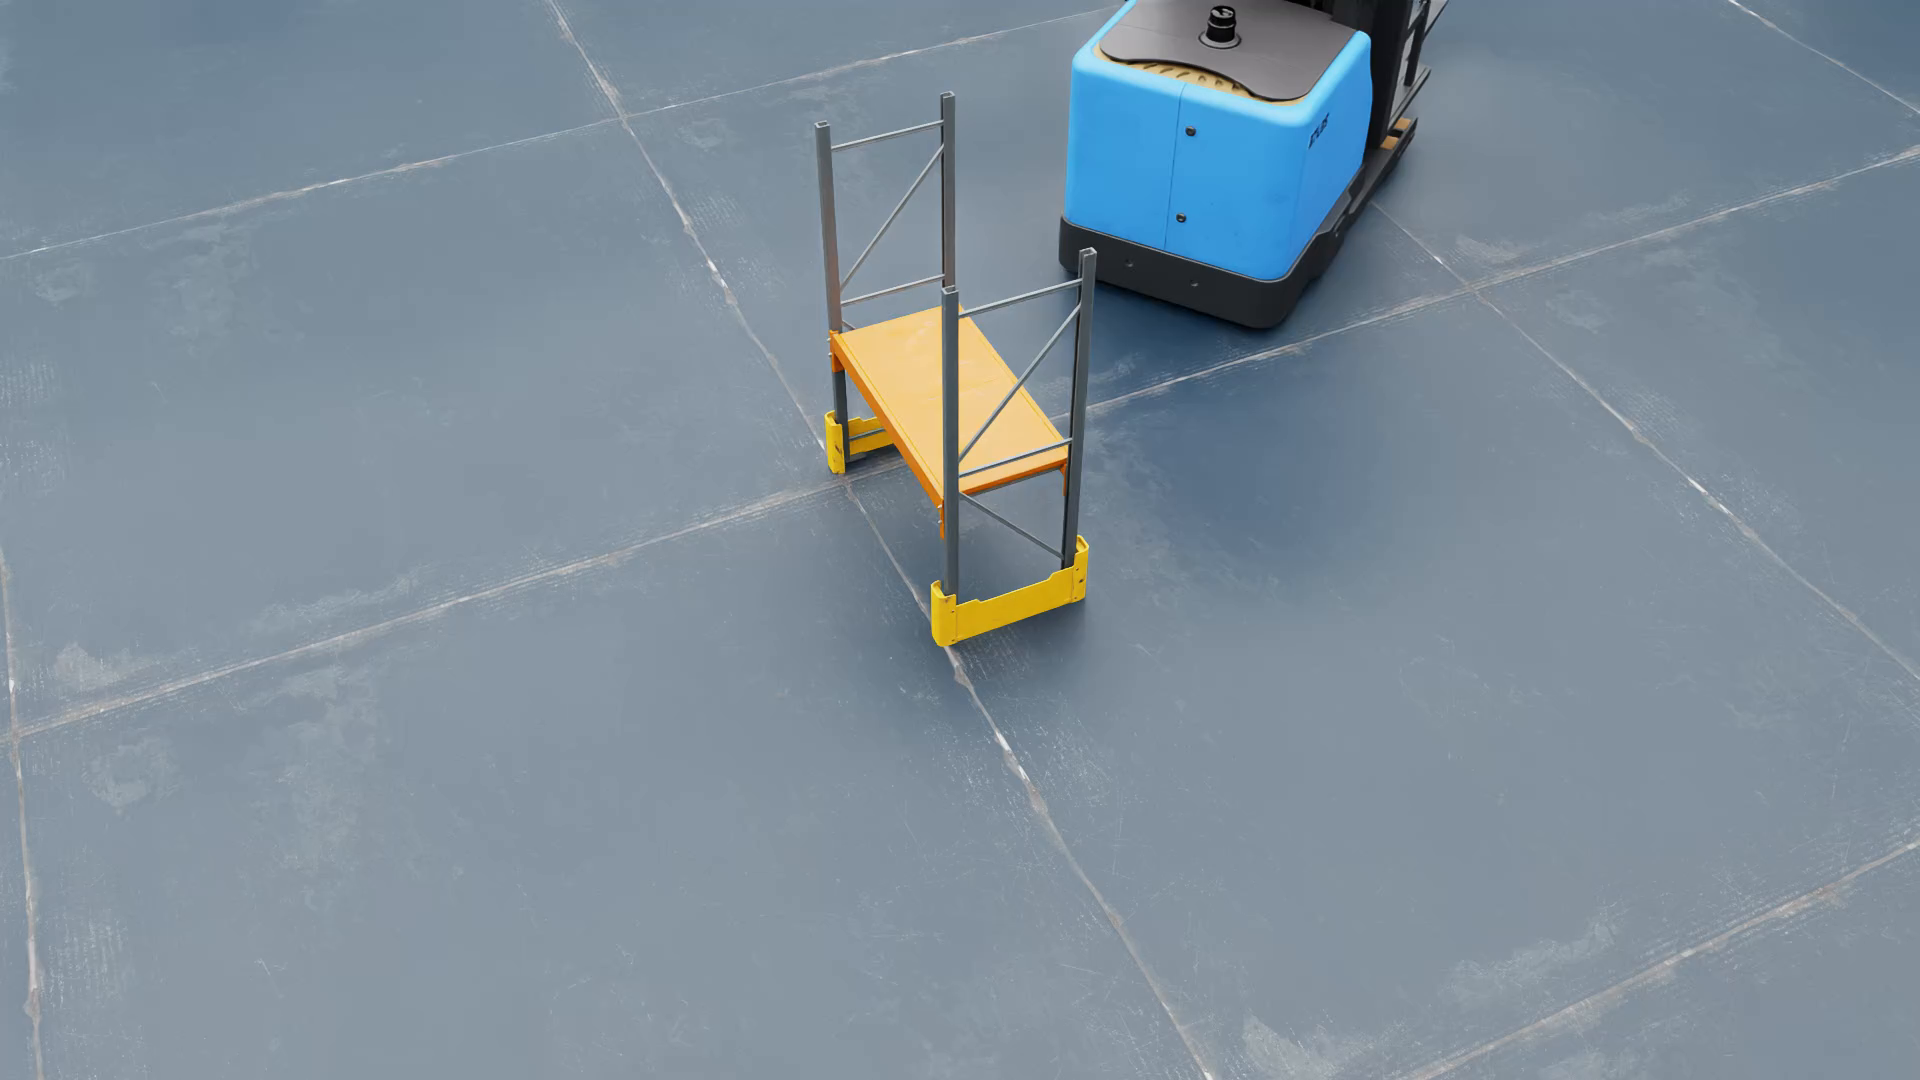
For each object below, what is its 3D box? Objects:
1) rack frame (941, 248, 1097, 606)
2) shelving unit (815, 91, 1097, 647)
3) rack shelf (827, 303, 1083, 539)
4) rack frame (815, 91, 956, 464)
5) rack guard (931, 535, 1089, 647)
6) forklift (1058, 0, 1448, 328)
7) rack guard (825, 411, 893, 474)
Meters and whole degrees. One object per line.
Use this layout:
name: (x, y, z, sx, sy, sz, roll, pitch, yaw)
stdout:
rack frame: (0.178, -0.264, 5.450, 0.500, 1.500, 0.032, -18, 47, -17)
shelving unit: (-0.032, -0.582, 5.772, 0.587, 1.500, 1.083, -18, 47, -17)
rack shelf: (-0.036, -0.460, 5.905, 0.538, 0.185, 1.000, -18, 47, -17)
rack frame: (-0.250, -0.912, 6.107, 0.500, 1.500, 0.032, -18, 47, -17)
rack guard: (0.177, 0.180, 5.890, 0.587, 0.250, 0.087, -18, 47, -17)
forklift: (1.586, -2.973, 7.176, 1.130, 2.935, 3.031, 21, 48, 20)
rack guard: (-0.241, -0.455, 6.533, 0.587, 0.250, 0.087, -18, 47, -17)
